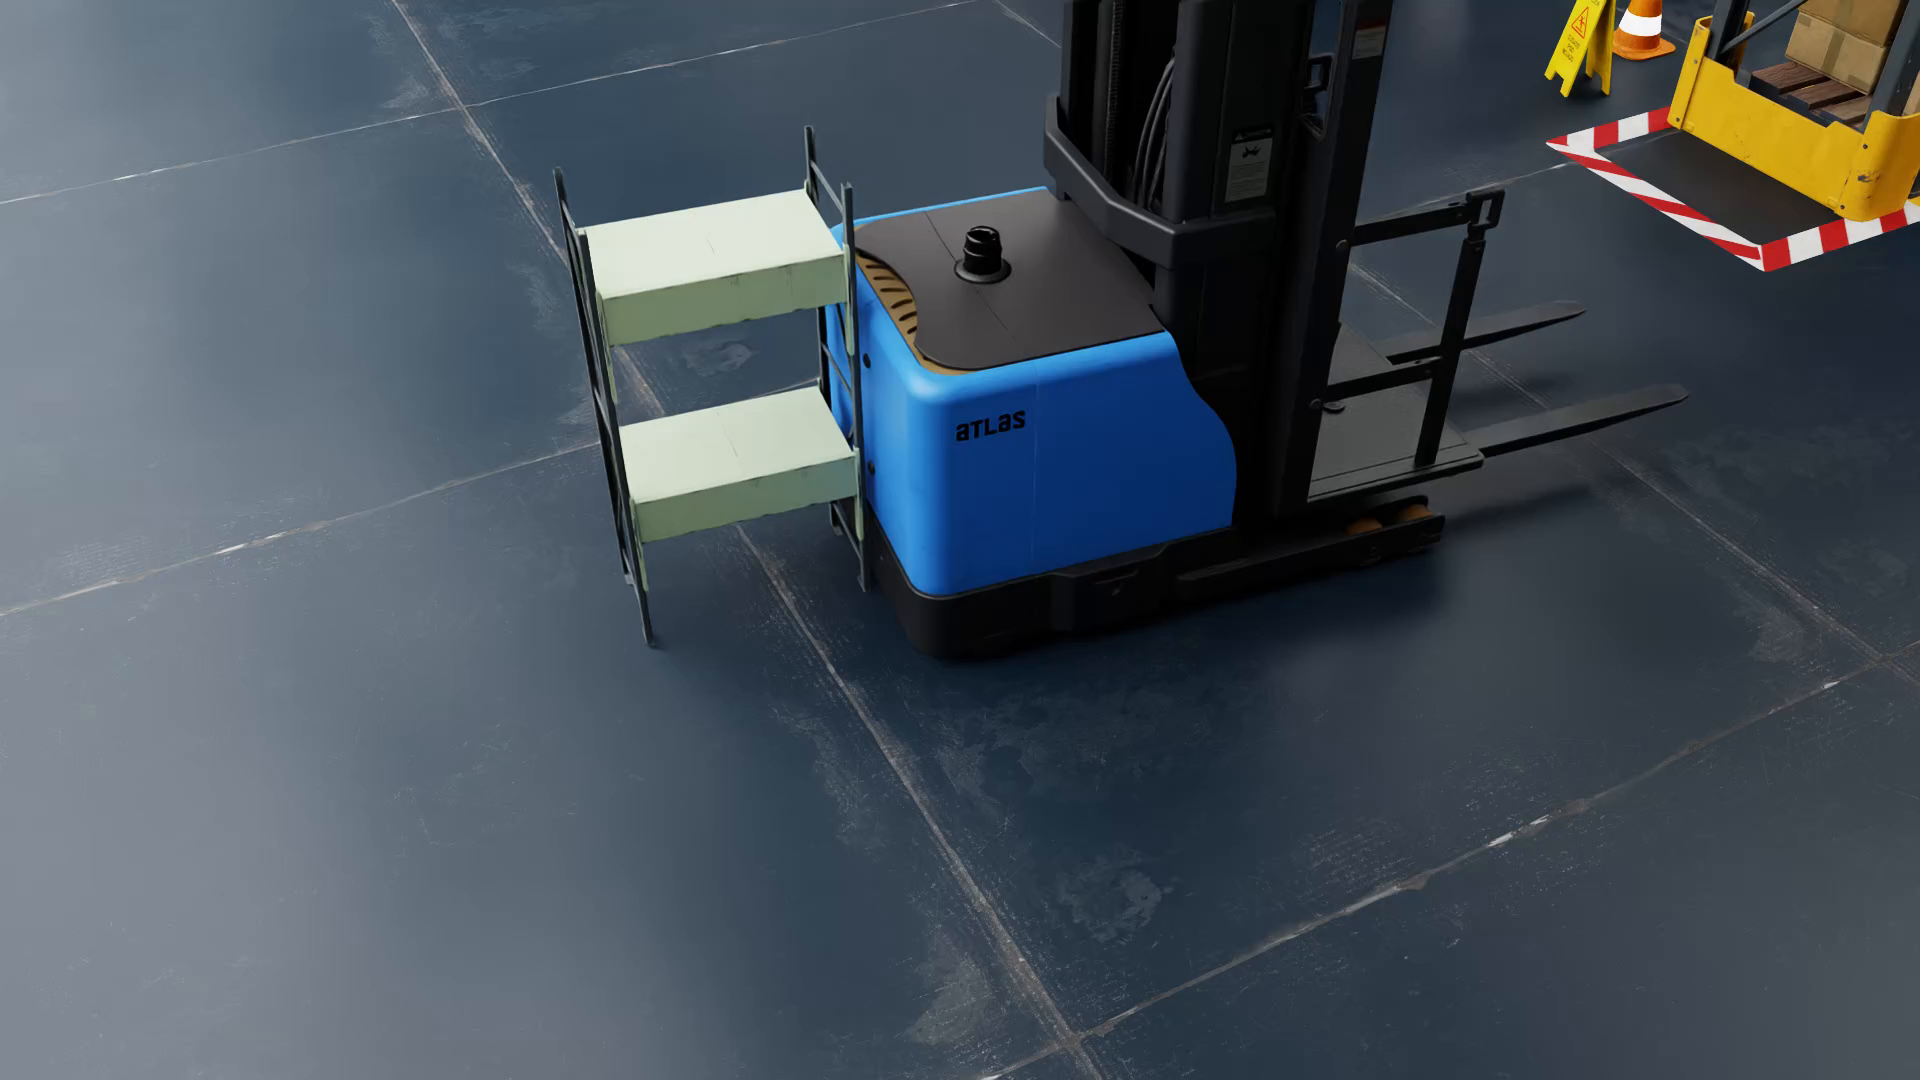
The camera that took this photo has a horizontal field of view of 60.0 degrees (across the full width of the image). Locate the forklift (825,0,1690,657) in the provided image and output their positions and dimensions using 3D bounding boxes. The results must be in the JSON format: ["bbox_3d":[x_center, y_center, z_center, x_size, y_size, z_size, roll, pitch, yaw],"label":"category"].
[{"bbox_3d":[1.114,-1.338,5.063,3.031,2.935,1.130,-13,42,-15],"label":"forklift"}]

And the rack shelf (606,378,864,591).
[{"bbox_3d":[-0.719,-0.185,5.312,0.720,0.370,0.431,-13,42,-15],"label":"rack shelf"}]

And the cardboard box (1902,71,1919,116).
[{"bbox_3d":[4.656,-2.107,7.720,0.500,0.250,0.500,-19,44,-21],"label":"cardboard box"}]

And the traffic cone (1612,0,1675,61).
[{"bbox_3d":[3.598,-2.813,8.715,0.334,0.463,0.336,-19,44,-21],"label":"traffic cone"}]

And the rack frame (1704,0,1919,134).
[{"bbox_3d":[3.813,-2.914,6.870,0.127,3.000,1.000,-19,44,-21],"label":"rack frame"}]

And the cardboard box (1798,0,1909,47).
[{"bbox_3d":[4.403,-2.699,7.840,0.500,0.500,0.500,-18,44,-20],"label":"cardboard box"}]

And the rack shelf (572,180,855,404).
[{"bbox_3d":[-0.719,-0.732,4.850,0.720,0.370,0.431,-13,42,-15],"label":"rack shelf"}]

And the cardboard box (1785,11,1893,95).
[{"bbox_3d":[4.427,-2.427,8.099,0.500,0.250,0.500,-19,44,-21],"label":"cardboard box"}]

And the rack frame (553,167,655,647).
[{"bbox_3d":[-1.062,-0.352,5.004,0.023,1.500,0.400,-13,42,-15],"label":"rack frame"}]

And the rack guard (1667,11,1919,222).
[{"bbox_3d":[3.880,-1.982,7.705,0.348,0.500,1.175,-19,44,-21],"label":"rack guard"}]

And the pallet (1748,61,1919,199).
[{"bbox_3d":[4.617,-2.094,8.061,1.213,0.211,1.003,-19,44,-21],"label":"pallet"}]

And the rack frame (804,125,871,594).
[{"bbox_3d":[-0.376,-0.516,5.199,0.023,1.500,0.400,-13,42,-15],"label":"rack frame"}]

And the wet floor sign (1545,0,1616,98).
[{"bbox_3d":[3.150,-2.572,8.288,0.232,0.644,0.267,-5,40,-6],"label":"wet floor sign"}]

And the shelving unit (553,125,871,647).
[{"bbox_3d":[-0.719,-0.434,5.102,0.755,1.500,0.431,-13,42,-15],"label":"shelving unit"}]
